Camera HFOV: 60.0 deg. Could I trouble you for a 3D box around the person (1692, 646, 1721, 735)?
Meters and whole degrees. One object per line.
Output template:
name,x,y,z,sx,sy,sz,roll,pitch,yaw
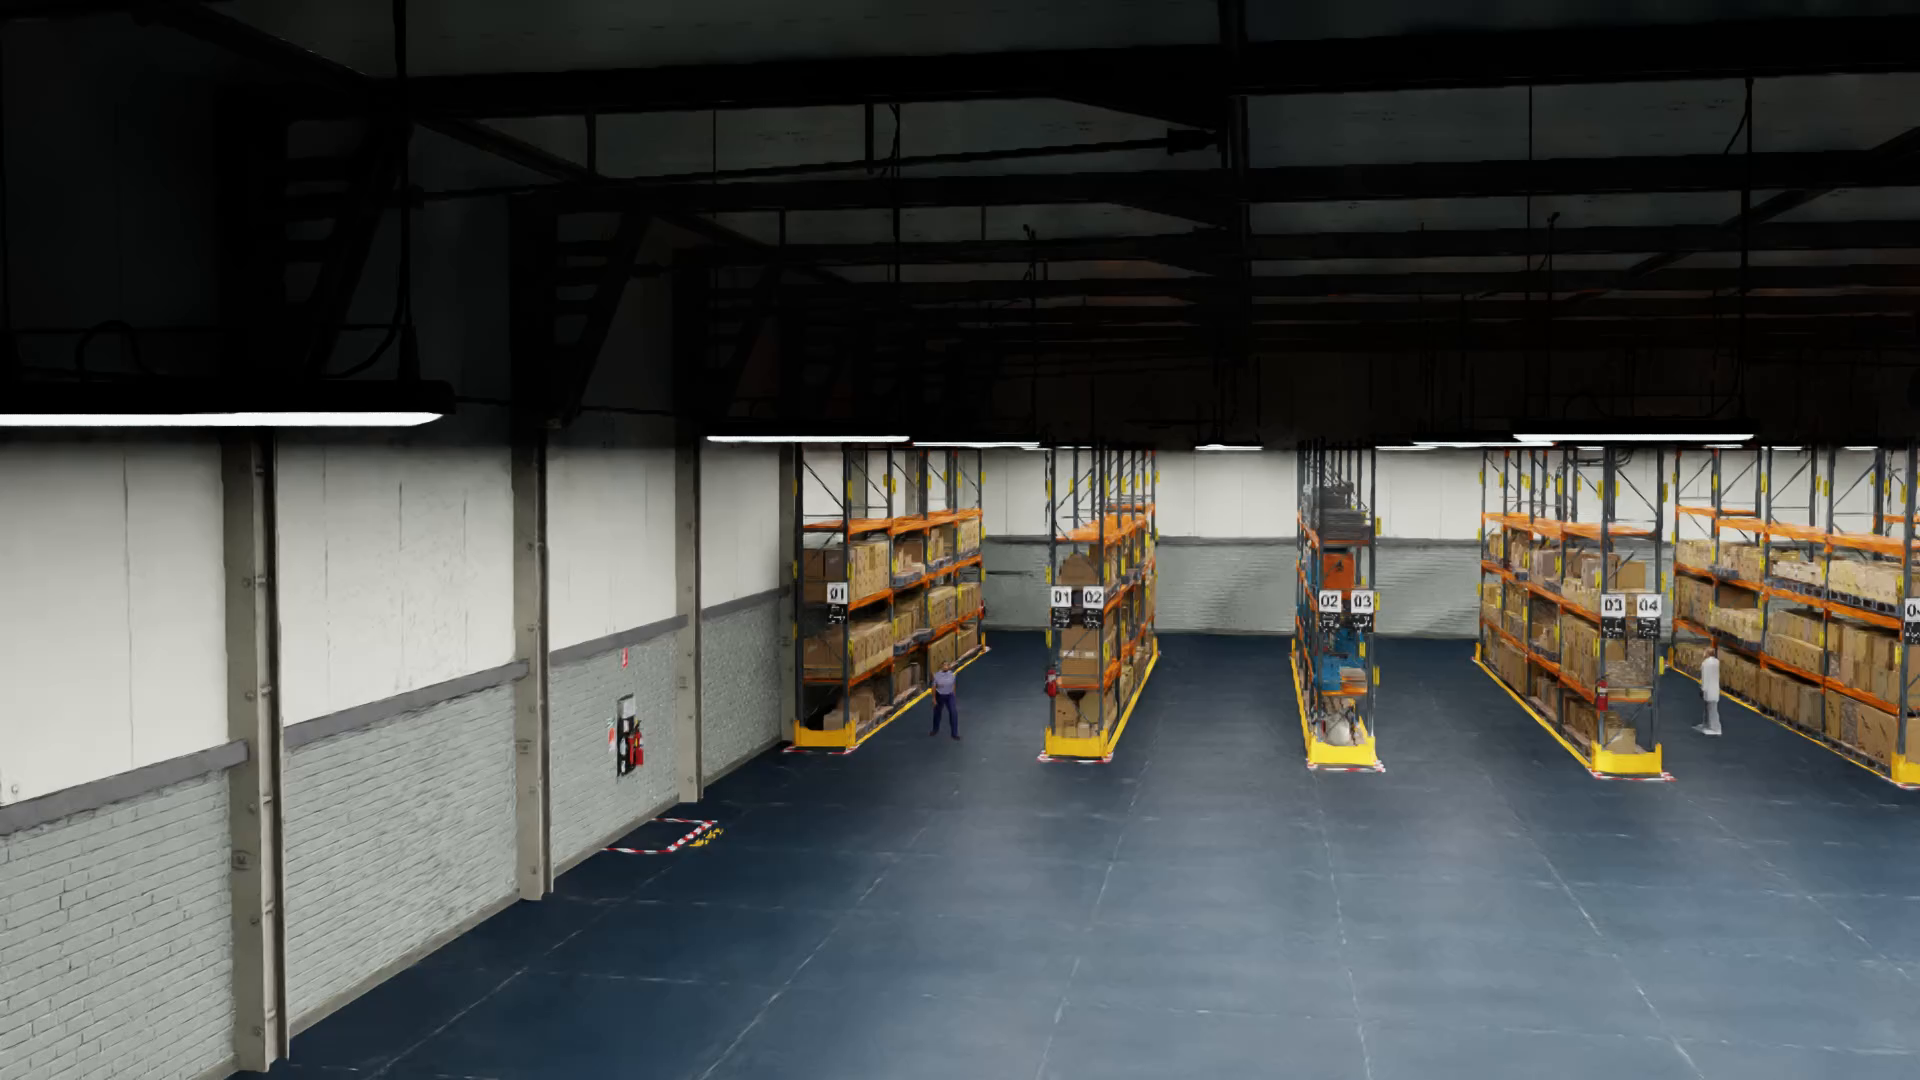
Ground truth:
person,15.190,3.027,33.788,0.629,1.773,0.678,2,4,39

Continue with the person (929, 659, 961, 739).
person,-0.311,3.155,33.280,0.523,1.571,0.939,-1,3,-12
